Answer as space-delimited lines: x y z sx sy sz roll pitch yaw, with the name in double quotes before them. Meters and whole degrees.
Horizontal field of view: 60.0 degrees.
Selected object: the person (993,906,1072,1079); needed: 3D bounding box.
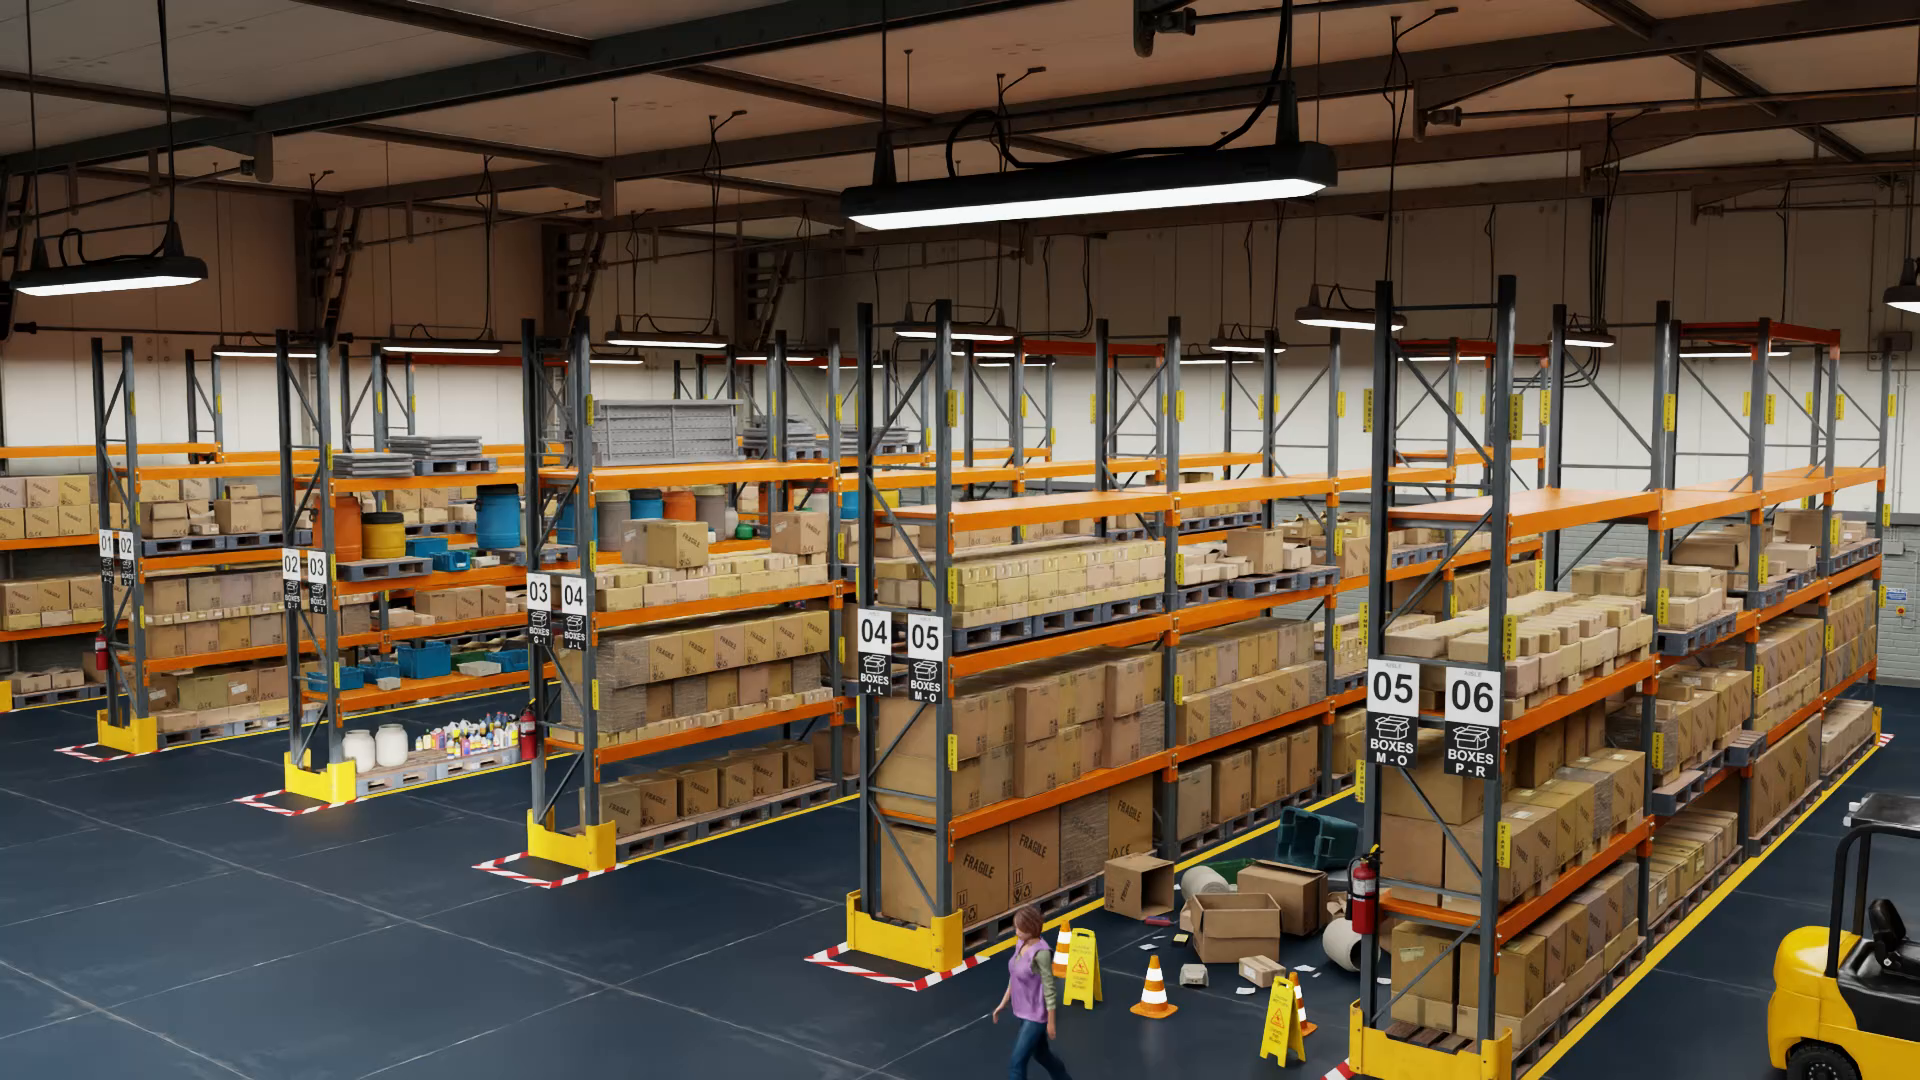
"person" 0.495 3.364 11.754 0.817 1.551 0.426 -1 5 -15
